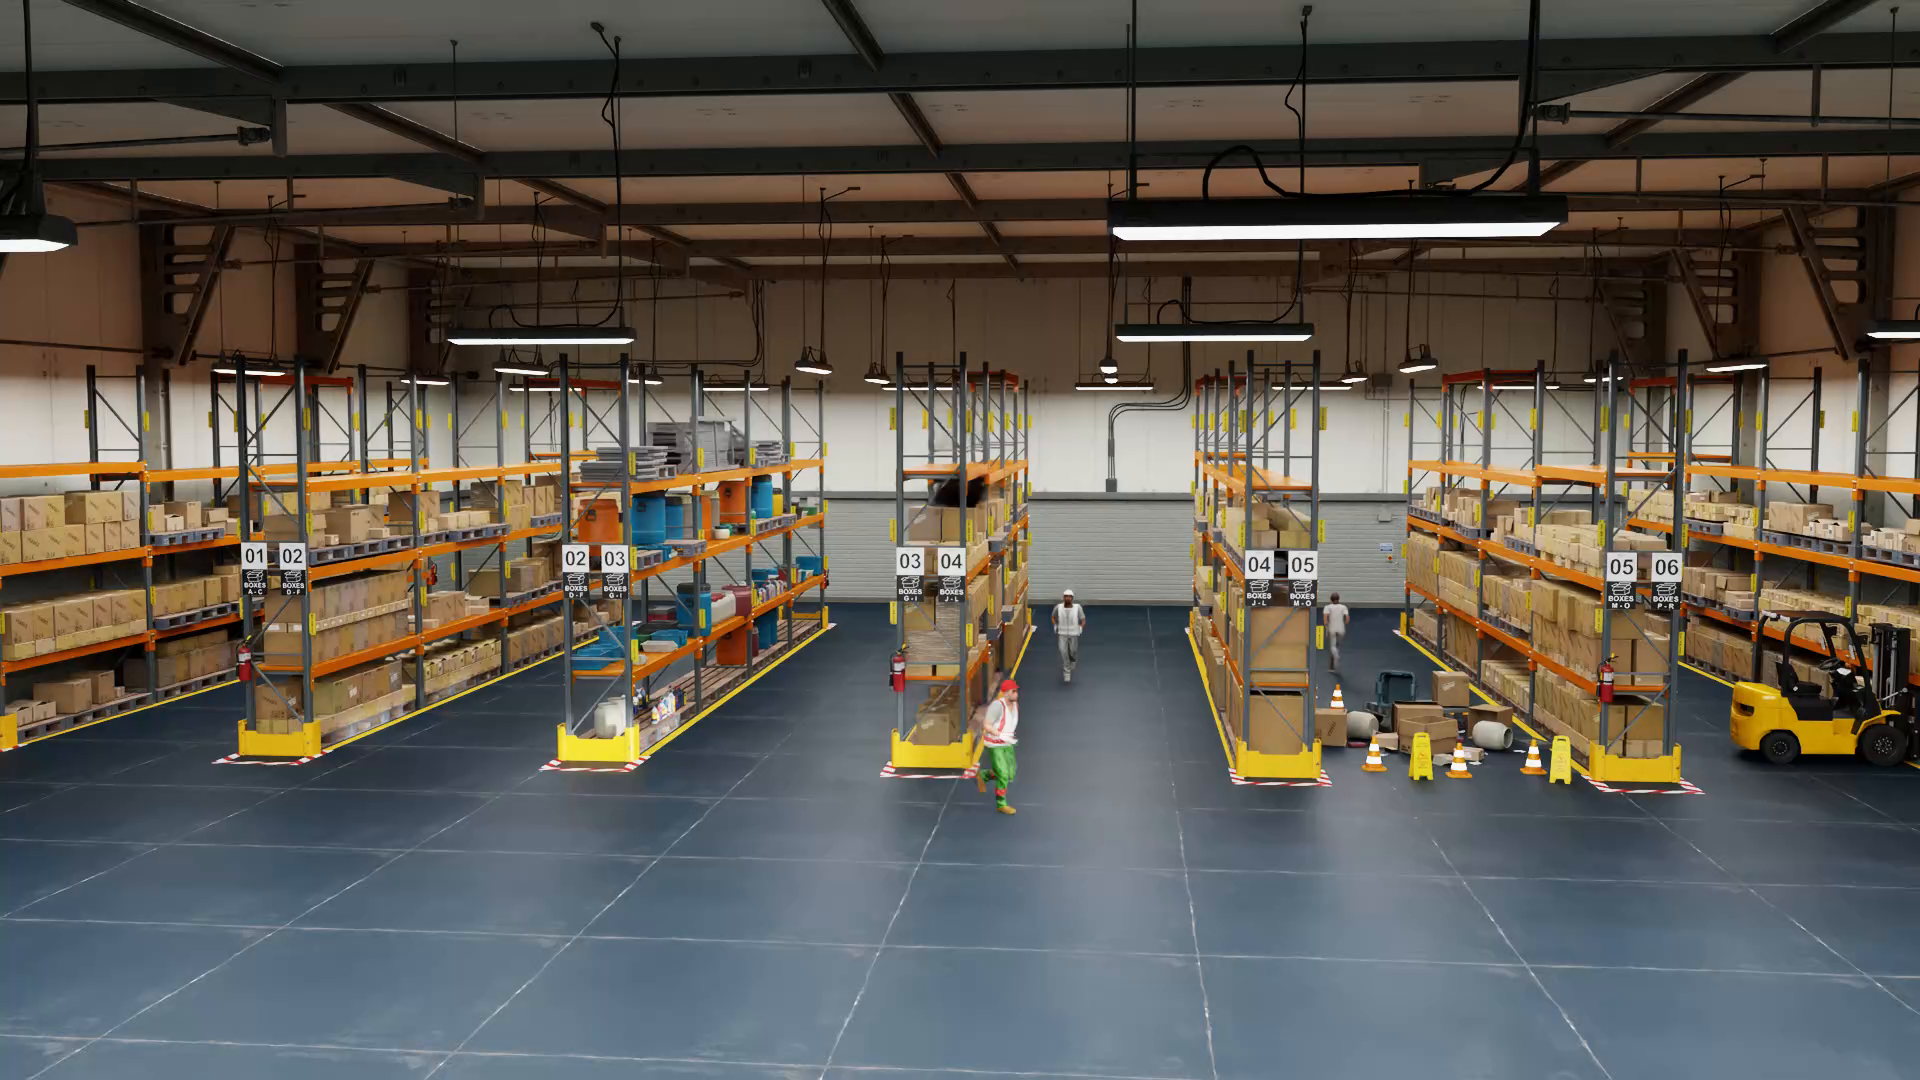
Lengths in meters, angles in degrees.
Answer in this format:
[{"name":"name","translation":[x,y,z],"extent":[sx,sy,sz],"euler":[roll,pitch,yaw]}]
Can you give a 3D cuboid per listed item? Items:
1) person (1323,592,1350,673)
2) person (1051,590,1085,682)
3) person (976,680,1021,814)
[{"name":"person","translation":[7.458,1.871,32.951],"extent":[0.538,1.614,0.786],"euler":[1,4,7]},{"name":"person","translation":[2.096,1.841,32.333],"extent":[0.681,1.759,0.778],"euler":[0,4,6]},{"name":"person","translation":[0.493,2.630,21.307],"extent":[0.646,1.730,0.752],"euler":[-4,6,-45]}]
